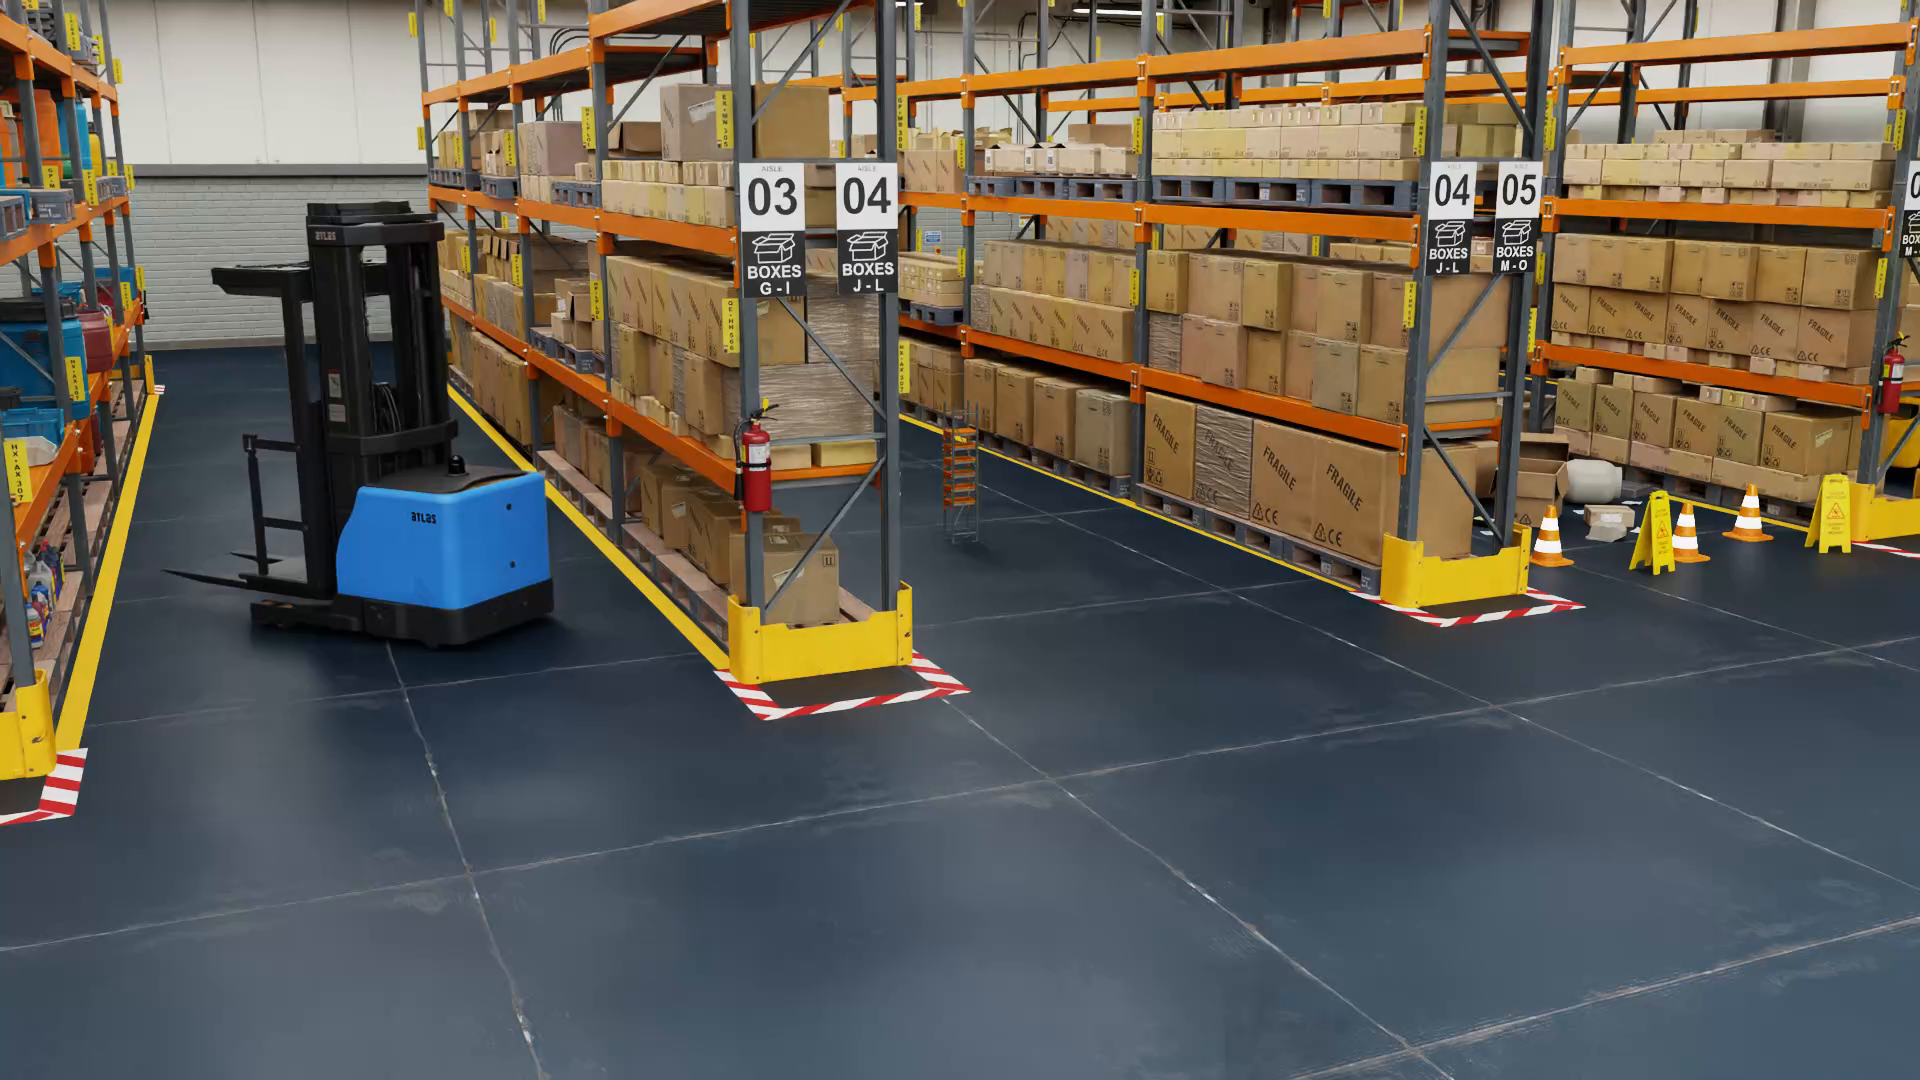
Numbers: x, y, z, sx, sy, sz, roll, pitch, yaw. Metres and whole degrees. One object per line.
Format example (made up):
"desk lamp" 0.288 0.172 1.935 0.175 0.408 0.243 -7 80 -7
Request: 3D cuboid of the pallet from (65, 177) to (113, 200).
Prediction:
"pallet" -9.349 -3.635 17.188 1.003 0.211 1.213 -6 14 -23

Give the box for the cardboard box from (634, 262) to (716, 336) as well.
"cardboard box" -2.118 -1.805 12.419 0.500 0.500 0.500 -6 14 -23

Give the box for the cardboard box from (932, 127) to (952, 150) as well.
"cardboard box" -0.104 -4.748 19.662 0.396 0.266 0.258 -6 14 -23

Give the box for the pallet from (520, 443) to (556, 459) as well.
"pallet" -4.316 -1.085 18.588 1.003 0.211 1.213 -6 14 -23

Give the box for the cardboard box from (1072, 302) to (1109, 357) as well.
"cardboard box" 1.462 -2.111 16.617 0.500 0.500 0.500 -6 14 -24

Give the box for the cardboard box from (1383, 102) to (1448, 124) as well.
"cardboard box" 3.274 -3.067 11.954 0.380 0.149 0.250 -5 14 -22

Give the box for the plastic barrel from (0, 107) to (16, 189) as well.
"plastic barrel" -8.216 -3.172 13.819 0.600 0.830 0.708 -6 14 -23

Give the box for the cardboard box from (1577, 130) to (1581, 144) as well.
"cardboard box" 6.537 -4.438 18.531 0.500 0.250 0.500 -6 14 -24

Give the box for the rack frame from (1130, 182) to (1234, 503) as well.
"rack frame" 2.118 -1.874 15.815 1.000 3.000 0.127 -6 14 -23

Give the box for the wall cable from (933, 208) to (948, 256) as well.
"wall cable" -0.474 -6.494 33.456 0.585 1.953 0.123 -6 14 -23

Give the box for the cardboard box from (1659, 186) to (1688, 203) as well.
"cardboard box" 6.949 -3.320 15.968 0.380 0.149 0.250 -6 14 -24

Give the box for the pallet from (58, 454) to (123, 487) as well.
"pallet" -8.962 -0.627 16.610 1.003 0.211 1.213 -6 14 -23

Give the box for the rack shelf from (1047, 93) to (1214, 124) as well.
"rack shelf" 2.607 -6.786 26.214 1.077 0.370 4.000 -6 14 -23

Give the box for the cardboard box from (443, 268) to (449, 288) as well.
"cardboard box" -6.917 -3.664 23.220 0.500 0.250 0.500 -6 14 -25

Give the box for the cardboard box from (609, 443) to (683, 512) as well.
"cardboard box" -2.693 -0.572 14.759 0.700 0.500 0.500 -7 15 -27

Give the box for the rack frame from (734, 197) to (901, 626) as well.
"rack frame" -0.865 -0.621 10.399 1.000 3.000 0.127 -6 14 -23

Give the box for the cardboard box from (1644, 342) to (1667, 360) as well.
"cardboard box" 6.949 -1.861 16.314 0.380 0.149 0.250 -6 14 -23

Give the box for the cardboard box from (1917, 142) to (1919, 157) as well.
"cardboard box" 8.260 -3.335 14.264 0.380 0.149 0.250 -6 14 -23

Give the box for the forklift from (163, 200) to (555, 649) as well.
"forklift" -4.453 -0.908 11.793 3.031 2.935 1.130 6 14 25

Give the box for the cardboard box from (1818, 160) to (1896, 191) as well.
"cardboard box" 7.763 -3.130 14.263 0.500 0.250 0.500 -6 14 -24

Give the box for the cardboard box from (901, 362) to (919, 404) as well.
"cardboard box" -0.419 -2.015 21.037 0.500 0.500 0.500 -6 14 -25

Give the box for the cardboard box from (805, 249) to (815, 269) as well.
"cardboard box" -1.944 -4.005 24.142 0.500 0.500 0.500 -6 14 -23

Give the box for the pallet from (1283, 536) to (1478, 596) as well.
"pallet" 3.328 0.153 13.242 1.003 0.211 1.213 -6 14 -23

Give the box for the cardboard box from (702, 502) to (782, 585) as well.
"cardboard box" -1.604 0.011 12.284 0.500 0.500 0.500 -4 14 -18

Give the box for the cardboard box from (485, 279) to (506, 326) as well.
"cardboard box" -5.314 -2.824 19.696 0.500 0.500 0.500 -6 14 -24

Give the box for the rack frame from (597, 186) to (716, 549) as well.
"rack frame" -2.467 -1.447 13.970 1.000 3.000 0.127 -6 14 -23

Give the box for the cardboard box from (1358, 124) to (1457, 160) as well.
"cardboard box" 3.268 -2.910 12.159 0.500 0.250 0.500 -5 14 -22

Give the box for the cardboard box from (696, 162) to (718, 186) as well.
"cardboard box" -1.469 -2.343 10.639 0.380 0.149 0.250 -6 14 -25

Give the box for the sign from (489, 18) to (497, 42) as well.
"sign" -6.771 -7.389 24.090 0.100 0.325 0.005 -6 14 -23

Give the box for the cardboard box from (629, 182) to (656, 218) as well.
"cardboard box" -2.116 -2.507 12.229 0.500 0.250 0.500 -6 14 -25

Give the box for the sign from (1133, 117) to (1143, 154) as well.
"sign" 1.625 -3.690 15.163 0.100 0.325 0.005 -6 14 -23

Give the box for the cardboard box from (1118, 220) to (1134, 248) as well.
"cardboard box" 2.771 -4.709 25.624 0.500 0.500 0.500 -6 14 -24

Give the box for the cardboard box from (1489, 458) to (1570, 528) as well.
"cardboard box" 5.192 -0.434 15.128 0.637 0.503 0.797 6 14 26

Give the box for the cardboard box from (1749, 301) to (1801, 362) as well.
"cardboard box" 7.549 -1.901 15.048 0.500 0.500 0.500 -6 14 -23

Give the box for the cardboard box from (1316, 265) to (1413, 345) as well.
"cardboard box" 3.302 -1.832 12.907 0.875 0.550 0.550 -6 14 -23

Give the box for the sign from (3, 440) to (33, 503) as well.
"sign" -4.897 -0.357 8.646 0.100 0.325 0.005 -6 14 -23

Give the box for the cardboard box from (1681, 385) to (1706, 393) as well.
"cardboard box" 7.507 -1.264 16.684 0.500 0.500 0.500 -5 14 -20

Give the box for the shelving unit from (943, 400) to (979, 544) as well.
"shelving unit" 0.006 -0.582 14.222 0.258 1.200 0.189 -6 14 -23

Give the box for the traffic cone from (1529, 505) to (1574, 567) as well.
"traffic cone" 4.809 -0.050 13.559 0.336 0.463 0.334 -6 14 -23

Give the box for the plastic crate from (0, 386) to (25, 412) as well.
"plastic crate" -6.912 -0.850 11.527 0.767 0.338 0.504 -6 14 -23

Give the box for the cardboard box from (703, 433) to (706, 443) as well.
"cardboard box" -1.563 -0.746 11.496 0.380 0.149 0.250 -6 14 -23

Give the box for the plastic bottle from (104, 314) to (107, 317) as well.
"plastic bottle" -9.408 -2.360 18.190 0.152 0.276 0.135 -6 14 -23

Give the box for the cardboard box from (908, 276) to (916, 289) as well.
"cardboard box" -0.415 -3.150 20.292 0.380 0.149 0.250 -6 14 -23

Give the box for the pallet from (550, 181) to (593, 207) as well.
"pallet" -3.035 -3.168 15.170 1.213 0.211 1.003 -6 14 -23

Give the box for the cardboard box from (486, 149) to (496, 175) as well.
"cardboard box" -5.315 -4.488 19.721 0.500 0.311 0.500 -6 14 -25

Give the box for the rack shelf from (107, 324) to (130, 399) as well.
"rack shelf" -9.409 -1.889 17.474 1.077 0.370 4.000 -6 14 -23

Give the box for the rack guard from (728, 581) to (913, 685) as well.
"rack guard" -0.895 0.581 10.749 1.175 0.500 0.348 -6 14 -23

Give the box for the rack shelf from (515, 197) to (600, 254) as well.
"rack shelf" -3.268 -2.971 15.498 1.077 0.370 4.000 -6 14 -23

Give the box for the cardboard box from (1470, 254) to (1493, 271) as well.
"cardboard box" 6.018 -2.917 18.510 0.500 0.500 0.500 -6 14 -23

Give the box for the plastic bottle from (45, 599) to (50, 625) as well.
"plastic bottle" -6.061 0.461 10.956 0.097 0.201 0.097 0 13 0

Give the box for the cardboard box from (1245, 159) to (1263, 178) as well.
"cardboard box" 2.562 -3.046 13.631 0.380 0.149 0.250 -5 14 -22

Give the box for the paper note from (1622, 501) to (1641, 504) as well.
"paper note" 6.410 -0.362 15.864 0.142 0.019 0.148 -12 18 -42
